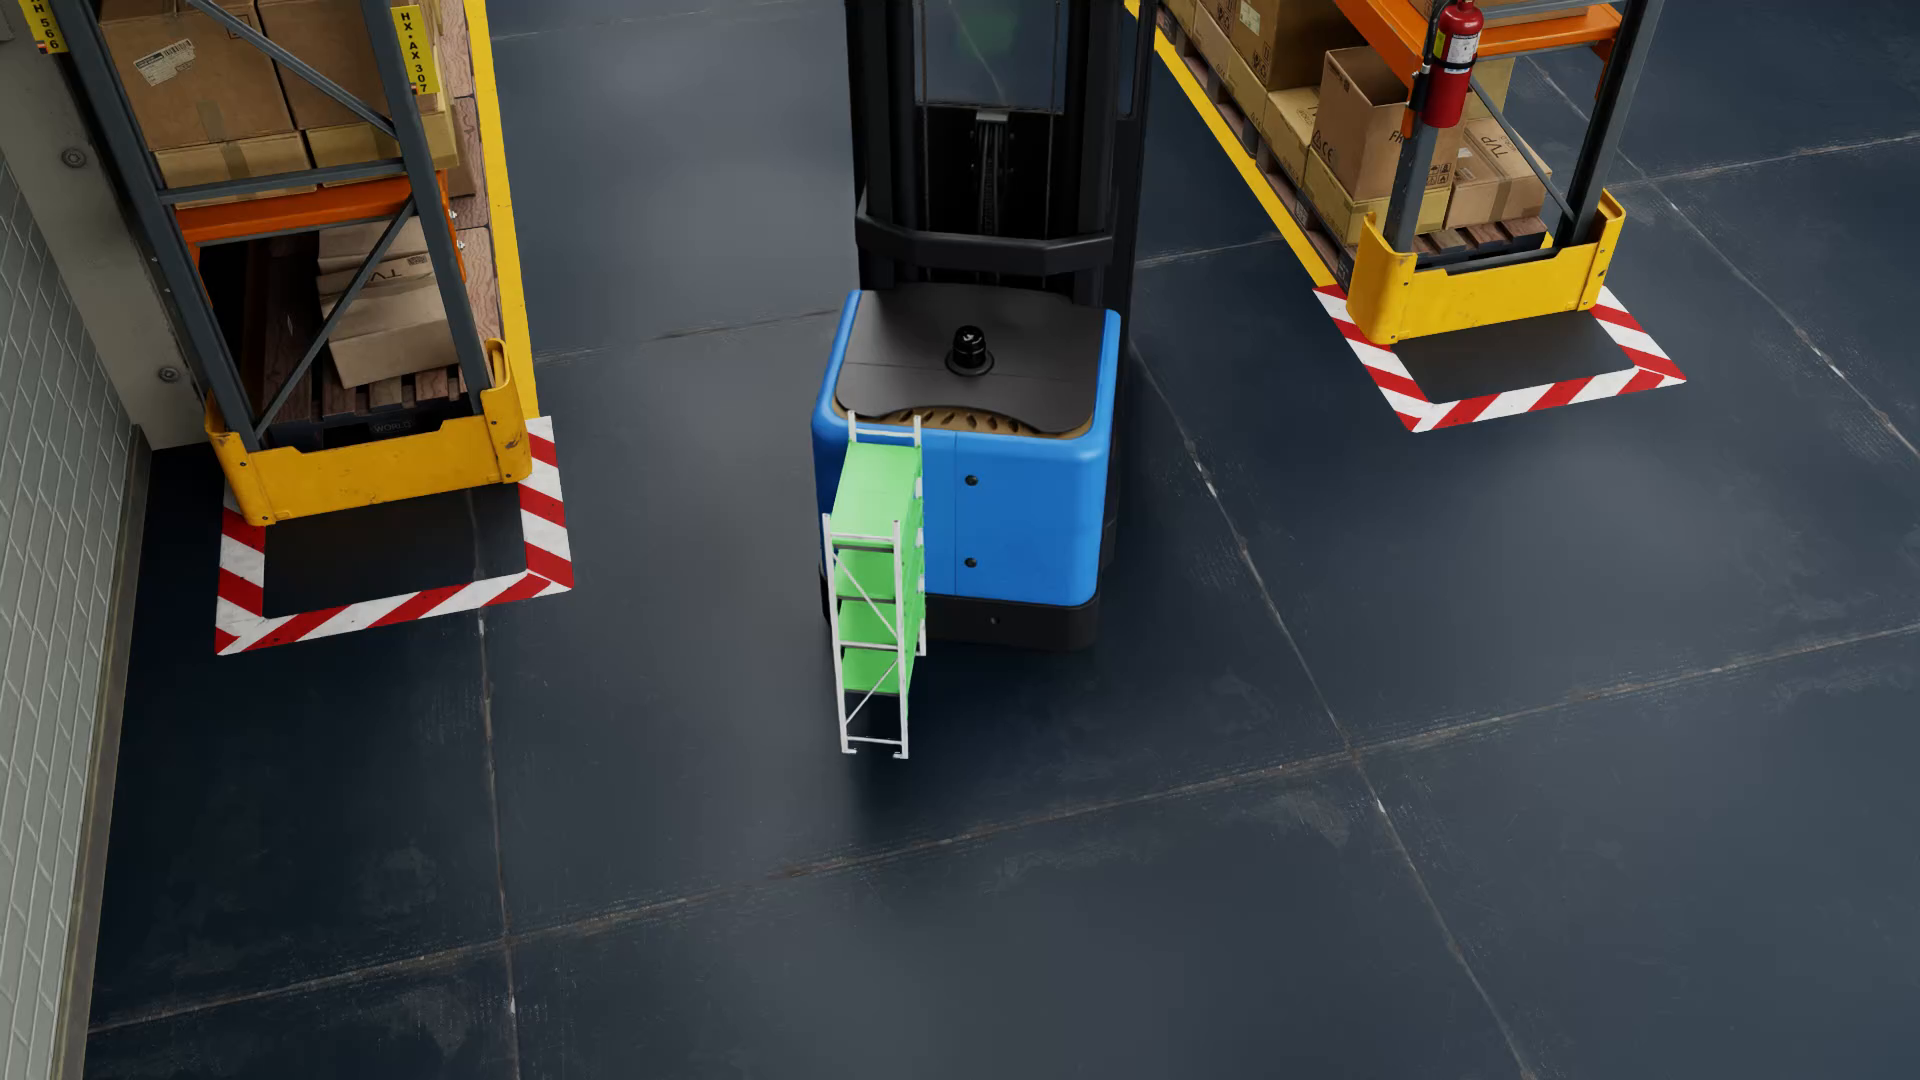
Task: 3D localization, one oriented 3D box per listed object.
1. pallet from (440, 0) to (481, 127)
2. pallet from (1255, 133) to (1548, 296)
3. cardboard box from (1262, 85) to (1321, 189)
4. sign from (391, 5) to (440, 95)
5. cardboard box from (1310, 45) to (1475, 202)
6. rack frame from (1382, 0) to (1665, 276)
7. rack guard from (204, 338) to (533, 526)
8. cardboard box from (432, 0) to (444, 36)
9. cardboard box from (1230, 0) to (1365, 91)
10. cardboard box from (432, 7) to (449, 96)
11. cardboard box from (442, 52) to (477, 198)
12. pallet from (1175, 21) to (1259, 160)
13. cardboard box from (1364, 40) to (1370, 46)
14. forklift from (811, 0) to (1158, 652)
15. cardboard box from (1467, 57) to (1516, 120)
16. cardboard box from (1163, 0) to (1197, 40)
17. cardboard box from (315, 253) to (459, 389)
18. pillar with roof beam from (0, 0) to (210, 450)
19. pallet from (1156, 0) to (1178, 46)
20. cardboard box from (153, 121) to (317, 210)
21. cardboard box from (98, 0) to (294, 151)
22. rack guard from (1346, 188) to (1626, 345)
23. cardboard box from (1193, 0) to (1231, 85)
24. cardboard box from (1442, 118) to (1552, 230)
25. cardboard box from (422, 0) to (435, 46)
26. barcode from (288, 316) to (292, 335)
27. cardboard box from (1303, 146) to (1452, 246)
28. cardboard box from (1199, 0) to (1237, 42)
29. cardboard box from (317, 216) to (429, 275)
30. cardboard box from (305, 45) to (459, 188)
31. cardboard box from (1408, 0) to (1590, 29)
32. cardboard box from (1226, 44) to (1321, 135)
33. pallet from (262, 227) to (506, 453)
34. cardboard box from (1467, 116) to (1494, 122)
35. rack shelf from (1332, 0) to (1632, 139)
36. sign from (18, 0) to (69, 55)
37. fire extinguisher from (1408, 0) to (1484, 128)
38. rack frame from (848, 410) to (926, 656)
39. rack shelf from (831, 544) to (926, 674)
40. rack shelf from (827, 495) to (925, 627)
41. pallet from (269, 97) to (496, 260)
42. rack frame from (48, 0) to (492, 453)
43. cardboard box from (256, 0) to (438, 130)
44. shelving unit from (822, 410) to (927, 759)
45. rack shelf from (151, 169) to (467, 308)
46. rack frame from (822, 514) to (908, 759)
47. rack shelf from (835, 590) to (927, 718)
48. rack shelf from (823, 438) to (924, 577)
[{"bbox_3d":[-3.204,-2.597,9.147,1.003,0.211,1.213,-11,47,-10],"label":"pallet"},{"bbox_3d":[2.165,-1.721,8.289,1.003,0.211,1.213,-11,47,-10],"label":"pallet"},{"bbox_3d":[1.839,-2.020,8.261,0.500,0.250,0.500,-11,47,-10],"label":"cardboard box"},{"bbox_3d":[-1.862,-1.671,5.681,0.100,0.325,0.005,-11,47,-10],"label":"sign"},{"bbox_3d":[1.977,-1.939,7.657,0.500,0.500,0.500,-11,47,-10],"label":"cardboard box"},{"bbox_3d":[2.402,-2.177,6.783,1.000,3.000,0.127,-11,47,-10],"label":"rack frame"},{"bbox_3d":[-2.405,-0.446,6.837,1.175,0.500,0.348,-11,47,-10],"label":"rack guard"},{"bbox_3d":[-2.475,-2.326,7.021,0.500,0.250,0.500,-11,47,-11],"label":"cardboard box"},{"bbox_3d":[1.707,-2.627,8.331,0.500,0.500,0.500,-11,47,-10],"label":"cardboard box"},{"bbox_3d":[-2.351,-1.974,6.675,0.500,0.250,0.500,-12,47,-12],"label":"cardboard box"},{"bbox_3d":[-2.762,-1.951,8.004,0.700,0.500,0.500,-13,47,-13],"label":"cardboard box"},{"bbox_3d":[1.857,-2.562,9.112,1.003,0.211,1.213,-11,47,-10],"label":"pallet"},{"bbox_3d":[2.209,-2.722,8.424,0.500,0.500,0.500,-11,47,-10],"label":"cardboard box"},{"bbox_3d":[0.174,-1.668,6.332,1.130,2.935,3.031,5,46,5],"label":"forklift"},{"bbox_3d":[2.350,-2.379,8.088,0.500,0.500,0.500,-11,47,-10],"label":"cardboard box"},{"bbox_3d":[1.449,-3.055,9.275,0.500,0.250,0.500,-11,47,-10],"label":"cardboard box"},{"bbox_3d":[-2.476,-0.975,7.180,0.500,0.311,0.500,-16,48,-15],"label":"cardboard box"},{"bbox_3d":[0.760,-4.480,4.840,9.100,9.000,0.400,-11,47,-10],"label":"pillar with roof beam"},{"bbox_3d":[1.541,-3.405,9.940,1.003,0.211,1.213,-11,47,-10],"label":"pallet"},{"bbox_3d":[-2.693,-1.510,6.221,0.500,0.250,0.500,-10,46,-10],"label":"cardboard box"},{"bbox_3d":[-2.712,-1.772,5.952,0.500,0.500,0.500,-11,47,-11],"label":"cardboard box"},{"bbox_3d":[2.408,-1.285,7.659,1.175,0.500,0.348,-11,47,-10],"label":"rack guard"},{"bbox_3d":[1.583,-2.711,8.938,0.500,0.250,0.500,-11,47,-10],"label":"cardboard box"},{"bbox_3d":[2.479,-1.772,8.018,0.500,0.250,0.500,-11,47,-10],"label":"cardboard box"},{"bbox_3d":[-2.335,-2.213,6.384,0.500,0.500,0.500,-11,47,-10],"label":"cardboard box"},{"bbox_3d":[-2.867,-0.918,7.117,0.001,0.075,0.075,-11,47,-10],"label":"barcode"},{"bbox_3d":[1.979,-1.677,7.925,0.500,0.250,0.500,-11,47,-10],"label":"cardboard box"},{"bbox_3d":[1.580,-2.973,8.669,0.500,0.500,0.500,-11,47,-10],"label":"cardboard box"},{"bbox_3d":[-2.622,-1.369,7.566,0.500,0.311,0.500,-7,46,-7],"label":"cardboard box"},{"bbox_3d":[-2.204,-1.618,6.326,0.500,0.250,0.500,-12,47,-11],"label":"cardboard box"},{"bbox_3d":[2.294,-2.536,7.065,0.700,0.500,0.500,-11,47,-10],"label":"cardboard box"},{"bbox_3d":[1.709,-2.365,8.599,0.500,0.250,0.500,-11,47,-10],"label":"cardboard box"},{"bbox_3d":[-2.579,-0.912,7.496,1.003,0.211,1.213,-11,47,-10],"label":"pallet"},{"bbox_3d":[2.348,-2.117,8.355,0.500,0.250,0.500,-11,47,-10],"label":"cardboard box"},{"bbox_3d":[1.890,-3.306,8.393,1.077,0.370,4.000,-11,47,-10],"label":"rack shelf"},{"bbox_3d":[-2.928,-1.696,5.280,0.100,0.325,0.005,-11,47,-10],"label":"sign"},{"bbox_3d":[1.983,-1.983,6.647,0.296,0.674,0.183,-11,47,-10],"label":"fire extinguisher"},{"bbox_3d":[-0.250,0.007,5.903,0.240,1.200,0.015,5,46,5],"label":"rack frame"},{"bbox_3d":[-0.278,0.225,5.779,0.258,0.148,0.480,5,46,5],"label":"rack shelf"},{"bbox_3d":[-0.278,0.057,5.608,0.258,0.148,0.480,5,46,5],"label":"rack shelf"},{"bbox_3d":[-2.888,-1.753,8.320,1.003,0.211,1.213,-11,47,-10],"label":"pallet"},{"bbox_3d":[-2.386,-1.268,5.893,1.000,3.000,0.127,-11,47,-10],"label":"rack frame"},{"bbox_3d":[-2.218,-1.870,6.048,0.500,0.500,0.500,-11,47,-10],"label":"cardboard box"},{"bbox_3d":[-0.278,0.180,5.734,0.258,1.200,0.503,5,46,5],"label":"shelving unit"},{"bbox_3d":[-2.898,-2.397,7.503,1.077,0.370,4.000,-11,47,-10],"label":"rack shelf"},{"bbox_3d":[-0.306,0.353,5.564,0.240,1.200,0.015,5,46,5],"label":"rack frame"},{"bbox_3d":[-0.278,0.393,5.951,0.258,0.148,0.480,5,46,5],"label":"rack shelf"},{"bbox_3d":[-0.278,-0.111,5.437,0.258,0.148,0.480,5,46,5],"label":"rack shelf"}]
